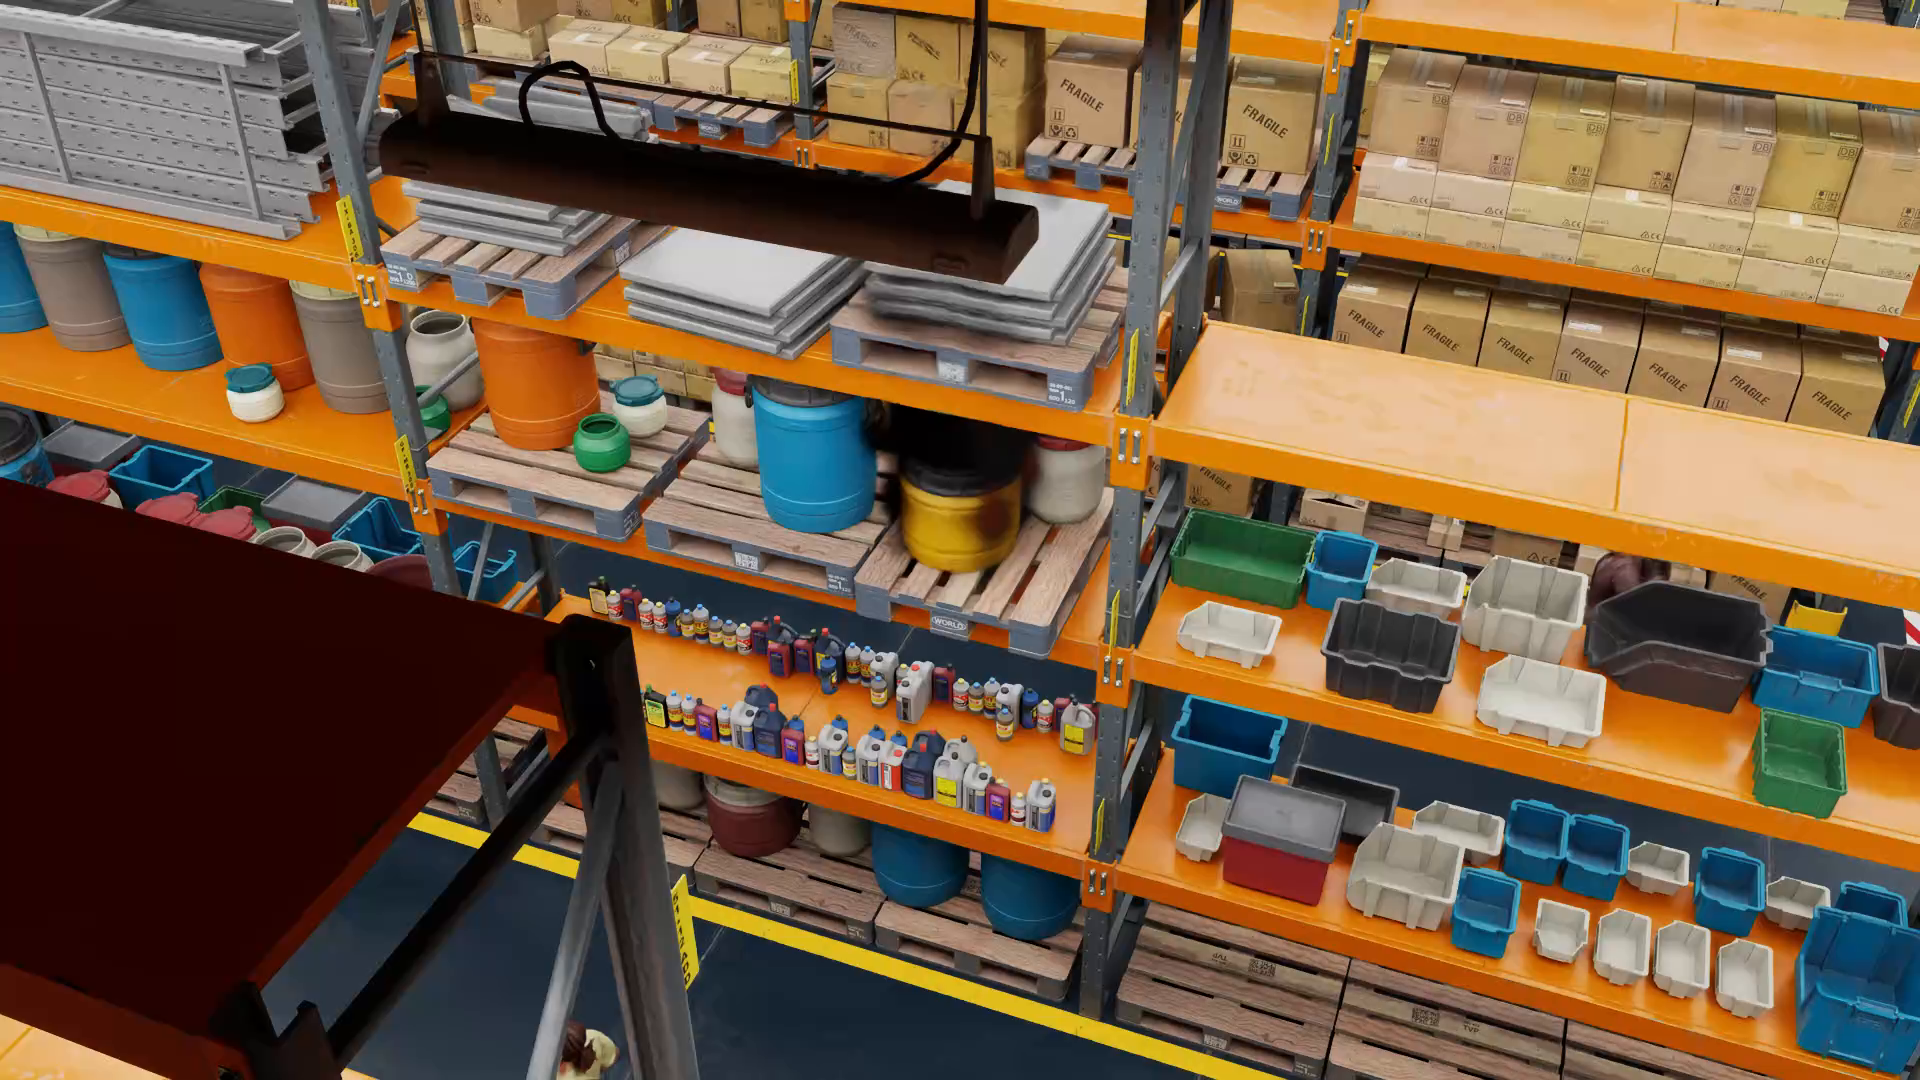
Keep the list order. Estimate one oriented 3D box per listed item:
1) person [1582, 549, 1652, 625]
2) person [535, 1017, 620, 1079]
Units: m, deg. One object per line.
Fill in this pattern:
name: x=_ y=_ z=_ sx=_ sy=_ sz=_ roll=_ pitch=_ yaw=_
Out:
person: x=4.327 y=0.597 z=11.054 sx=0.938 sy=1.686 sz=0.724 roll=11 pitch=38 yaw=15
person: x=-1.755 y=2.772 z=7.786 sx=0.580 sy=1.632 sz=0.566 roll=6 pitch=37 yaw=8
